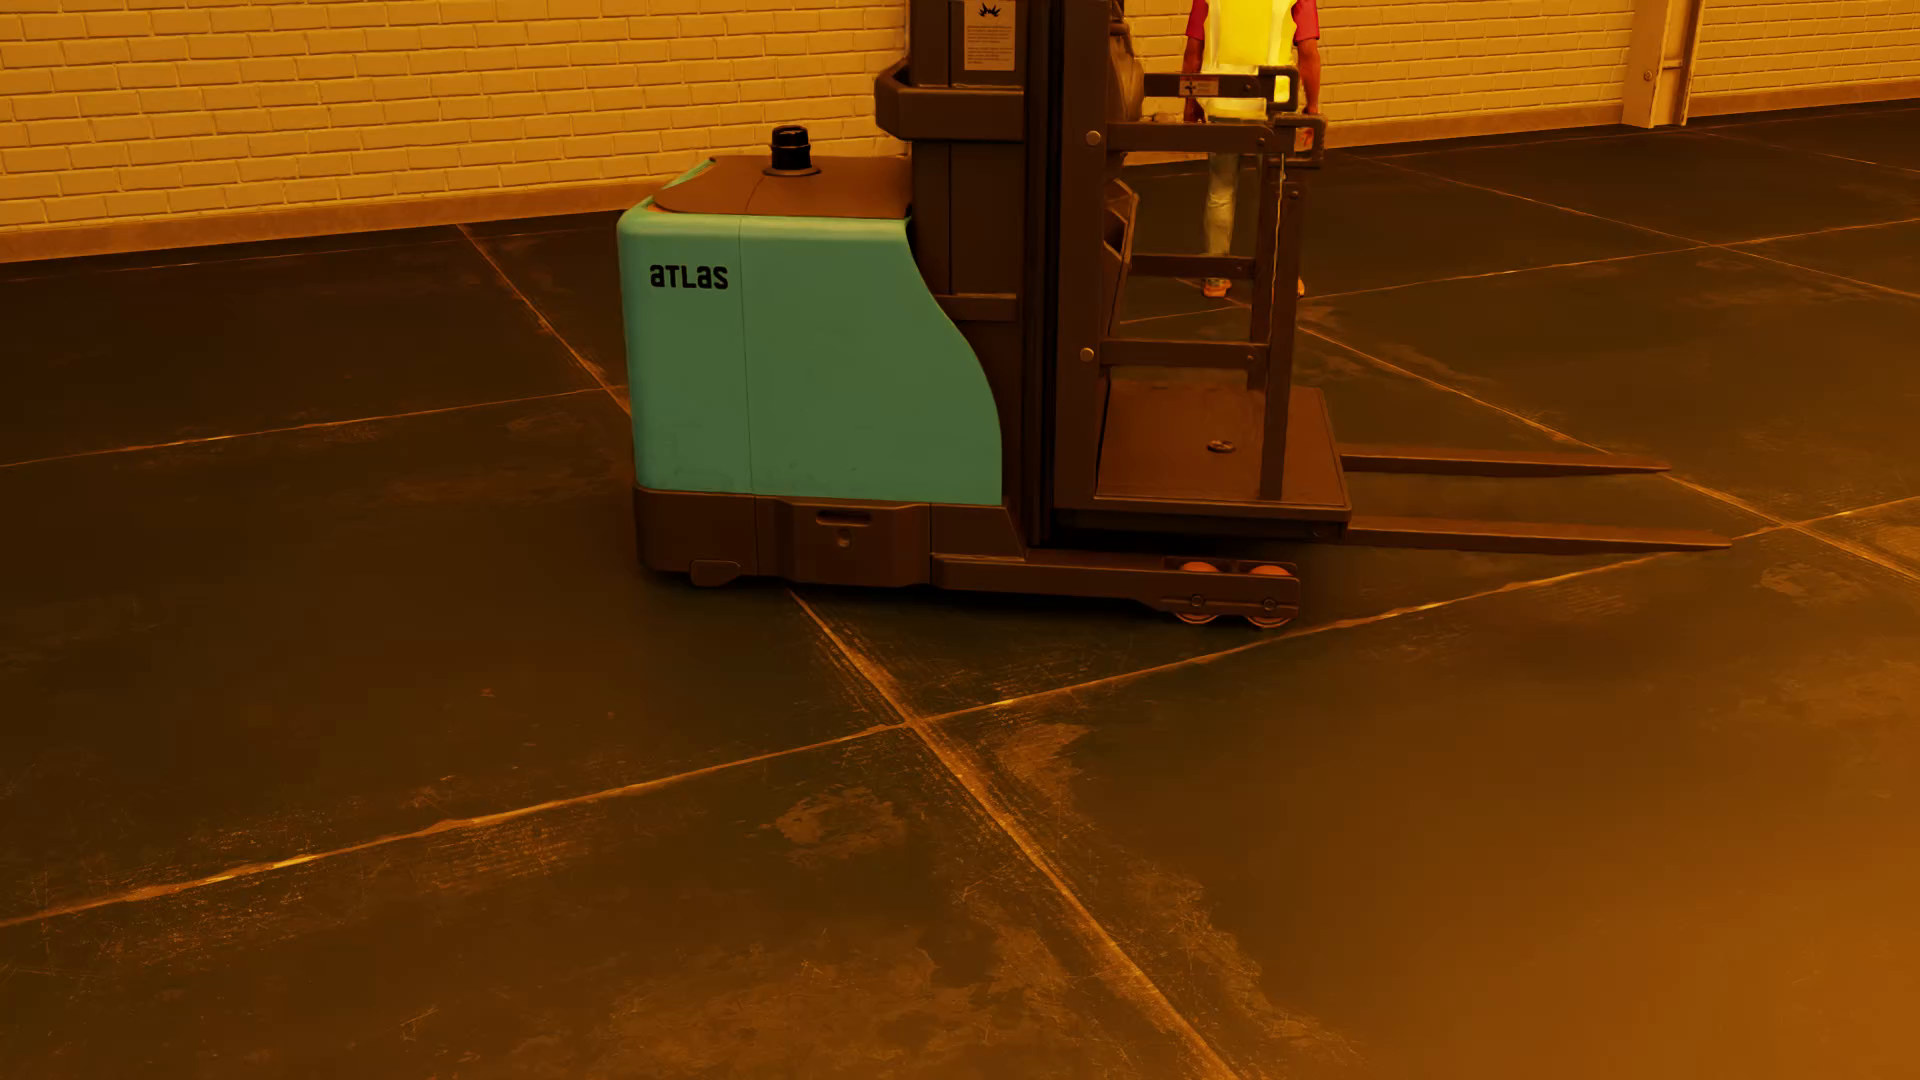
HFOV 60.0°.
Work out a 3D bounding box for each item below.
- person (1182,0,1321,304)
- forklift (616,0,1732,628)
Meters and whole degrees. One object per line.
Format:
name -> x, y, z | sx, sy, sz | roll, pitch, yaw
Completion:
person -> 1.328, -1.982, 7.590 | 0.630, 1.759, 0.461 | 9, 24, 20
forklift -> 0.625, -1.331, 4.491 | 3.031, 2.935, 1.130 | 3, 23, 7
